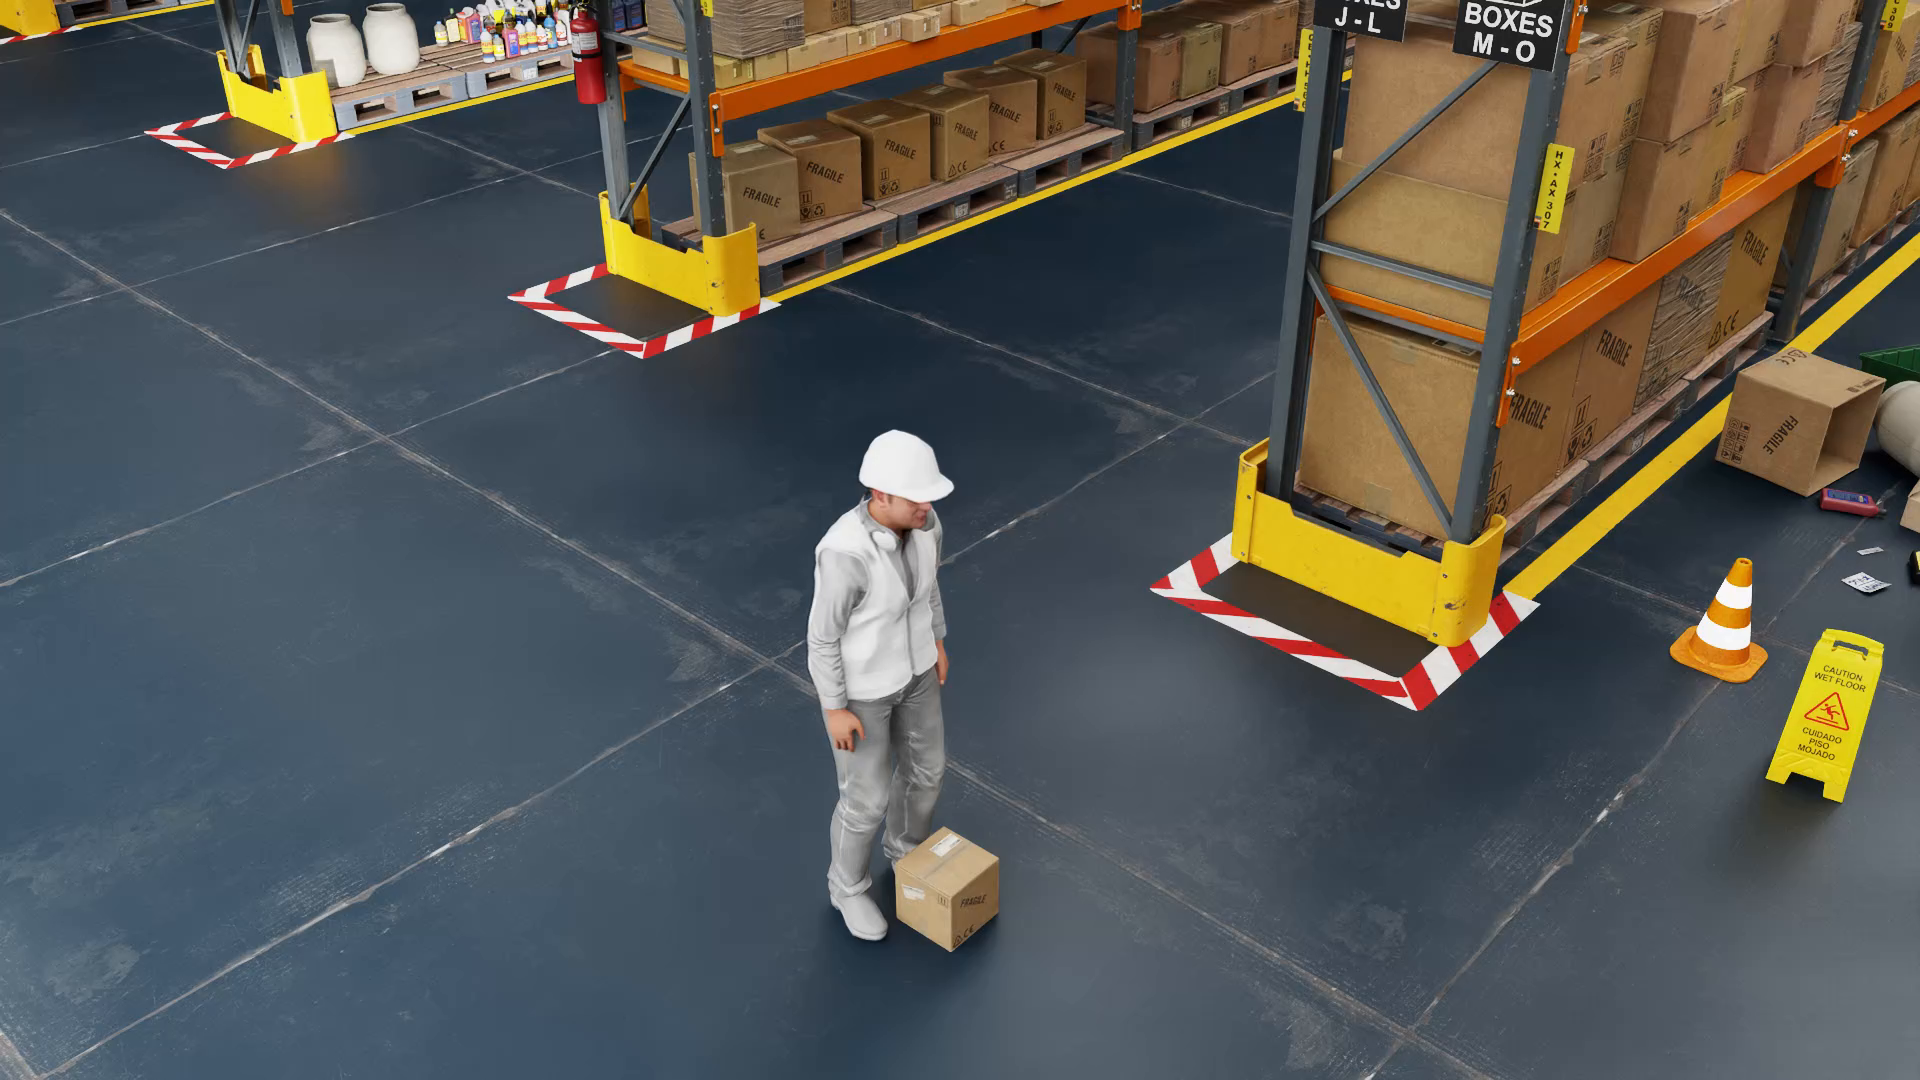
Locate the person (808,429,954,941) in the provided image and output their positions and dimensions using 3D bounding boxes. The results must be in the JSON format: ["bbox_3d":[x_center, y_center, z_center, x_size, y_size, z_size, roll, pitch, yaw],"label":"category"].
[{"bbox_3d":[-0.236,0.440,5.380,0.476,1.770,0.583,23,38,33],"label":"person"}]
